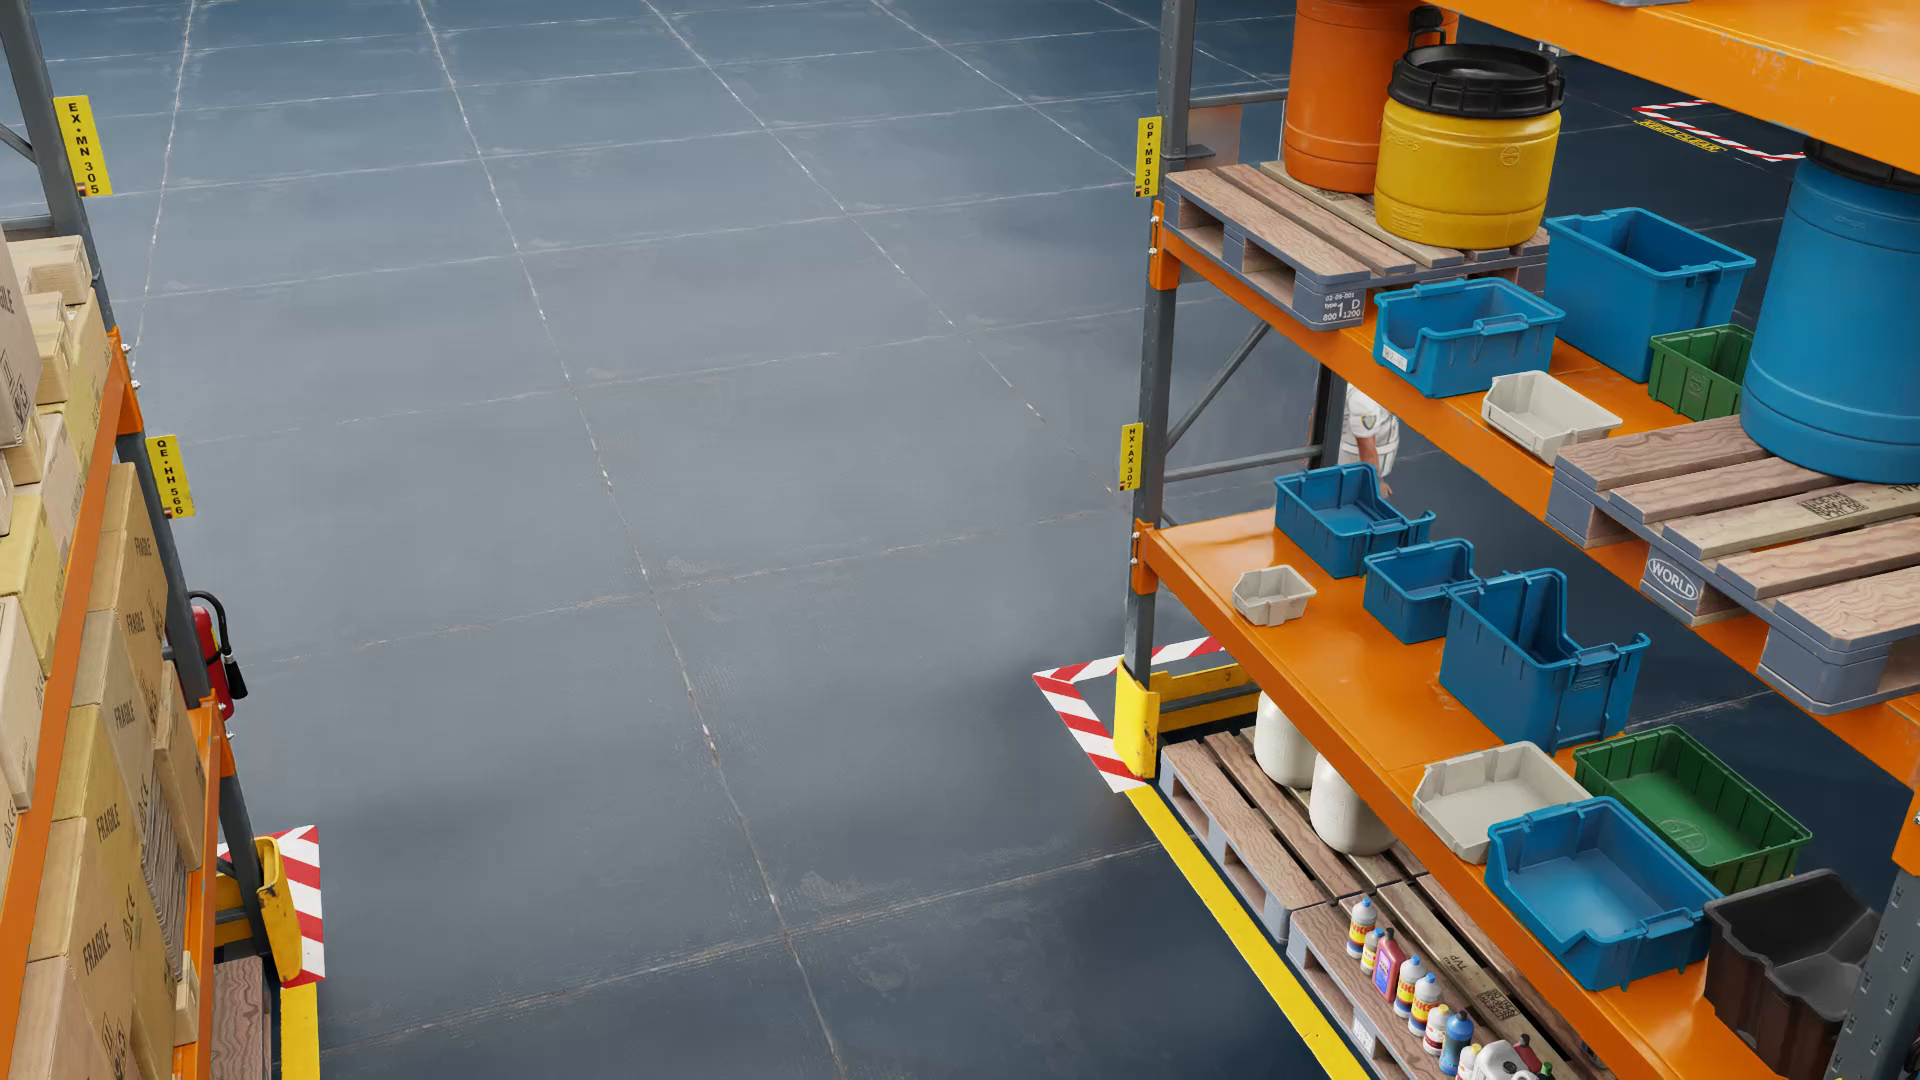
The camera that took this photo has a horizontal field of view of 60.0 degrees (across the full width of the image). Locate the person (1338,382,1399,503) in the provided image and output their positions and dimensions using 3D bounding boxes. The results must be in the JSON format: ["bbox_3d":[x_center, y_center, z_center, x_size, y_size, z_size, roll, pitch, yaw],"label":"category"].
[{"bbox_3d":[2.227,-0.436,9.116,0.903,1.694,0.601,1,30,2],"label":"person"}]
